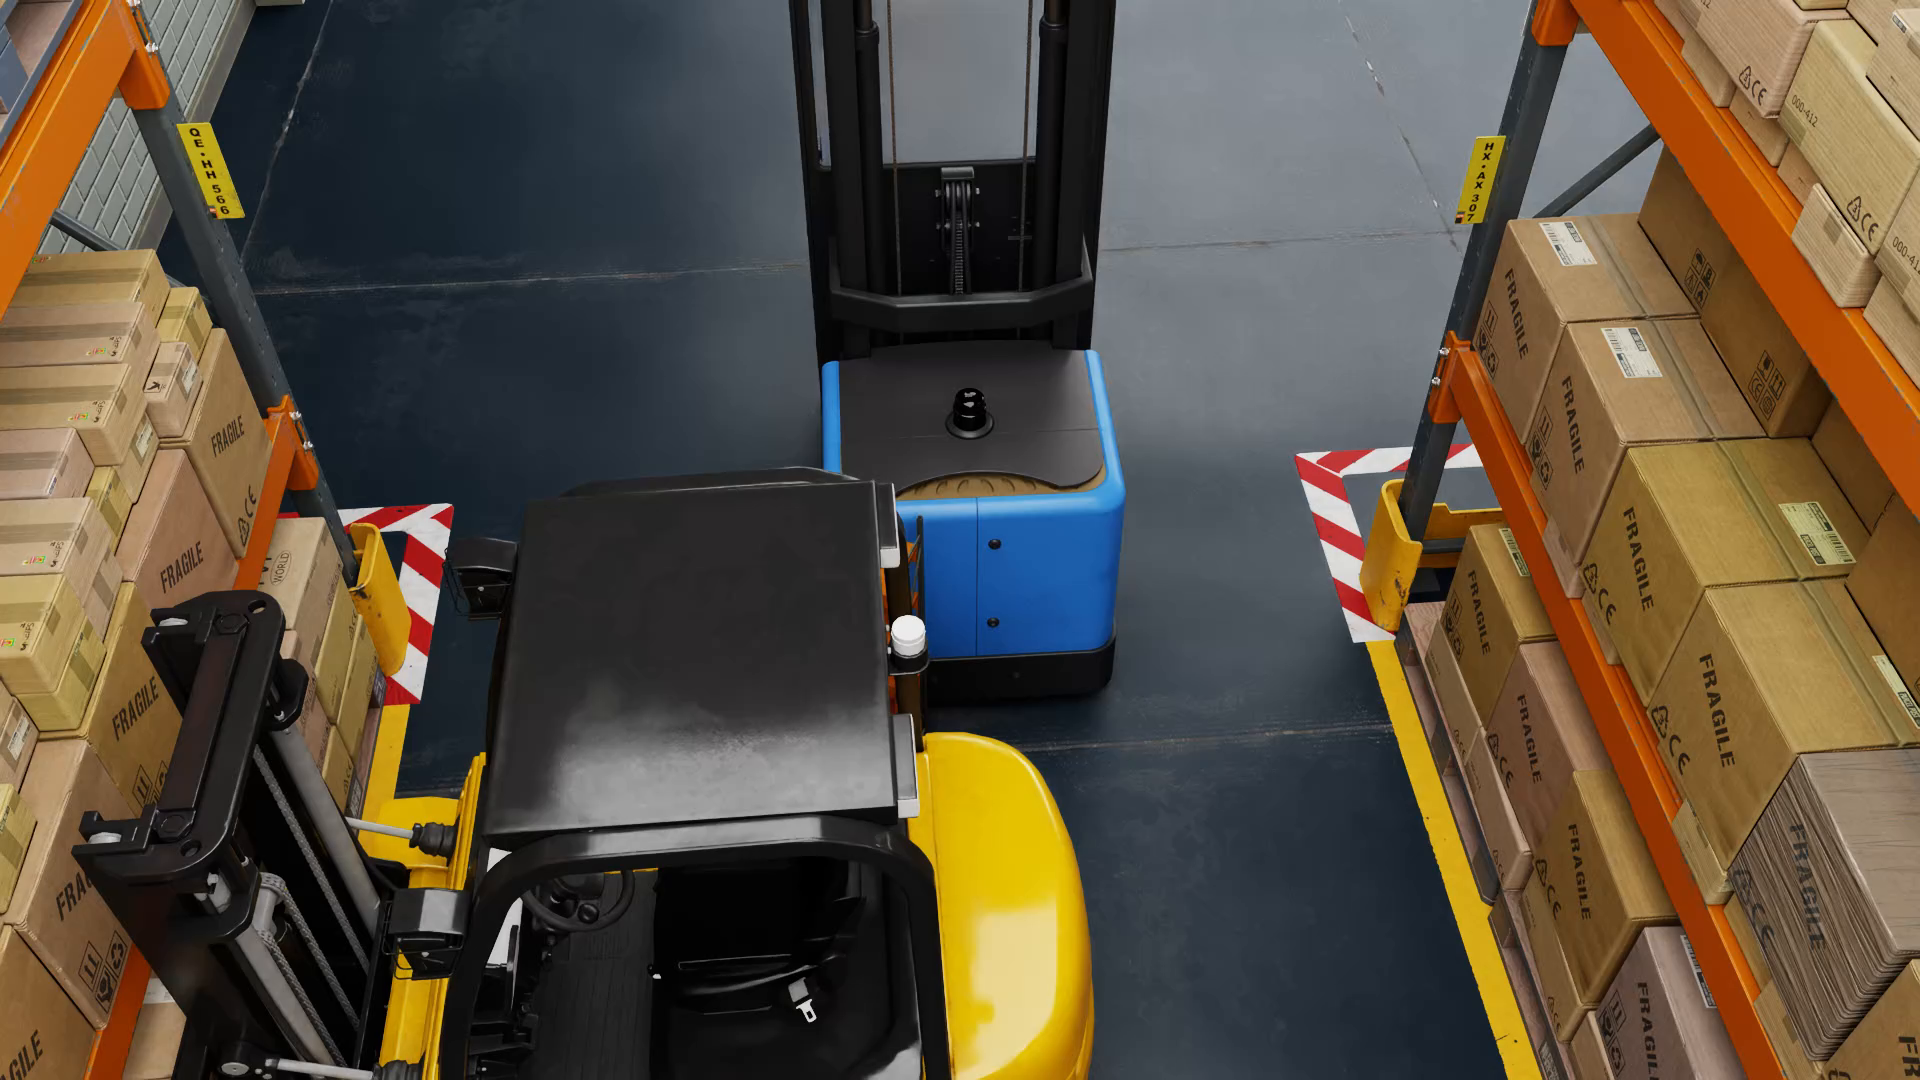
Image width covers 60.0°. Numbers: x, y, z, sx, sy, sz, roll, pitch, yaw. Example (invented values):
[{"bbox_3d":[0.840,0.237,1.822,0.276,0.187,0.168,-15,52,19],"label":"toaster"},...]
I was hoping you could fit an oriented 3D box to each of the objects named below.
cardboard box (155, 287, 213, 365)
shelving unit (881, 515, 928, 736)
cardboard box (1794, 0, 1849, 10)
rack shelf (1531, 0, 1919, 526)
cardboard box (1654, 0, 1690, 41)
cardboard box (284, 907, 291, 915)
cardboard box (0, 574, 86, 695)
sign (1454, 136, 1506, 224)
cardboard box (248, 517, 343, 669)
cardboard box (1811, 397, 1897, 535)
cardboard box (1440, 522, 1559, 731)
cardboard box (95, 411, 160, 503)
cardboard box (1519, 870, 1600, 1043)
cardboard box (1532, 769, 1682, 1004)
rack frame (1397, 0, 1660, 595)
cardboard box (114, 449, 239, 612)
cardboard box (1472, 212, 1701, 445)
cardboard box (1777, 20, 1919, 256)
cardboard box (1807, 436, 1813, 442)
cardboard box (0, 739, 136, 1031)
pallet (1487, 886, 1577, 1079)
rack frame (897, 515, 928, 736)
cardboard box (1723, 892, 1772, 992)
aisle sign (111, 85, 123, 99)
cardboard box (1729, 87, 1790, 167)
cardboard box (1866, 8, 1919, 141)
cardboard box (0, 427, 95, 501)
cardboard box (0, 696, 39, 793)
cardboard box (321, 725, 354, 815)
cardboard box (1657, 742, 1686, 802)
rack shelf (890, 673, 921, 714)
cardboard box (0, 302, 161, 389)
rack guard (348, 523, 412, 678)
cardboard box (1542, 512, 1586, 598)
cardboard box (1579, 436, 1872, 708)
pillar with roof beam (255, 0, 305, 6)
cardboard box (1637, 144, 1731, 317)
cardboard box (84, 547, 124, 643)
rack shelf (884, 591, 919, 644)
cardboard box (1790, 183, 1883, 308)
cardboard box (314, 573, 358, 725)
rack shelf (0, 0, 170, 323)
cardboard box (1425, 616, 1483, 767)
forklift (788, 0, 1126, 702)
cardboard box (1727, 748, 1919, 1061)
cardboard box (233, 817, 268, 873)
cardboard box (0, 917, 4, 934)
[{"bbox_3d":[-2.435,-0.602,4.875,0.380,0.149,0.250,-3,47,-3],"label":"cardboard box"},{"bbox_3d":[-0.395,0.352,5.726,0.503,1.200,0.258,15,48,14],"label":"shelving unit"},{"bbox_3d":[1.973,-1.280,3.591,0.380,0.149,0.250,-4,47,-3],"label":"cardboard box"},{"bbox_3d":[2.370,-0.220,3.458,1.077,0.370,4.000,-3,47,-3],"label":"rack shelf"},{"bbox_3d":[2.018,-1.383,4.238,0.380,0.149,0.250,-5,47,-5],"label":"cardboard box"},{"bbox_3d":[-2.295,1.120,5.020,0.500,0.250,0.500,-4,47,-4],"label":"cardboard box"},{"bbox_3d":[-2.296,0.226,3.886,0.380,0.149,0.250,-3,47,-3],"label":"cardboard box"},{"bbox_3d":[1.662,-1.147,5.311,0.100,0.325,0.005,-3,47,-3],"label":"sign"},{"bbox_3d":[-2.394,0.193,5.553,0.500,0.250,0.500,-2,47,-2],"label":"cardboard box"},{"bbox_3d":[2.643,-0.277,4.121,0.700,0.500,0.500,-4,47,-4],"label":"cardboard box"},{"bbox_3d":[1.997,0.278,5.645,0.500,0.500,0.500,-5,47,-5],"label":"cardboard box"},{"bbox_3d":[-2.423,-0.227,4.520,0.380,0.149,0.250,-3,47,-3],"label":"cardboard box"},{"bbox_3d":[2.088,1.283,5.210,0.500,0.250,0.500,-1,47,-1],"label":"cardboard box"},{"bbox_3d":[2.079,1.020,4.943,0.500,0.500,0.500,-3,47,-3],"label":"cardboard box"},{"bbox_3d":[2.203,-0.883,5.656,1.000,3.000,0.127,-3,47,-3],"label":"rack frame"},{"bbox_3d":[-2.406,0.103,4.654,0.500,0.500,0.500,-2,47,-2],"label":"cardboard box"},{"bbox_3d":[1.966,-0.660,5.172,0.500,0.500,0.500,-4,47,-4],"label":"cardboard box"},{"bbox_3d":[2.080,-0.847,3.456,0.500,0.250,0.500,-2,47,-2],"label":"cardboard box"},{"bbox_3d":[2.560,-0.281,4.813,0.500,0.500,0.500,-3,47,-3],"label":"cardboard box"},{"bbox_3d":[-2.310,0.837,3.959,0.500,0.500,0.500,-3,47,-3],"label":"cardboard box"},{"bbox_3d":[2.341,1.602,5.224,1.003,0.211,1.213,-3,47,-3],"label":"pallet"},{"bbox_3d":[-0.167,0.415,5.667,0.015,1.200,0.240,15,48,14],"label":"rack frame"},{"bbox_3d":[2.127,0.962,4.082,0.380,0.149,0.250,-4,47,-4],"label":"cardboard box"},{"bbox_3d":[-2.456,-1.537,4.486,0.394,0.787,0.004,-3,47,-3],"label":"aisle sign"},{"bbox_3d":[2.051,-1.012,3.886,0.380,0.149,0.250,-4,47,-4],"label":"cardboard box"},{"bbox_3d":[2.029,-0.913,3.243,0.380,0.149,0.250,-2,47,-2],"label":"cardboard box"},{"bbox_3d":[-2.456,-0.143,4.235,0.380,0.149,0.250,-3,47,-3],"label":"cardboard box"},{"bbox_3d":[-2.372,0.511,3.821,0.380,0.149,0.250,-4,47,-4],"label":"cardboard box"},{"bbox_3d":[-2.357,0.904,5.569,0.500,0.250,0.500,-3,47,-3],"label":"cardboard box"},{"bbox_3d":[2.107,0.592,4.432,0.380,0.149,0.250,-5,47,-4],"label":"cardboard box"},{"bbox_3d":[-0.395,0.535,5.919,0.480,0.148,0.258,15,48,14],"label":"rack shelf"},{"bbox_3d":[-2.451,-0.515,4.588,0.380,0.149,0.250,-3,47,-3],"label":"cardboard box"},{"bbox_3d":[-2.745,0.264,6.292,1.175,0.500,0.348,-3,47,-3],"label":"rack guard"},{"bbox_3d":[1.977,0.027,4.968,0.380,0.149,0.250,-3,47,-3],"label":"cardboard box"},{"bbox_3d":[2.057,0.083,4.468,0.500,0.500,0.500,-4,47,-4],"label":"cardboard box"},{"bbox_3d":[0.205,-6.685,7.020,9.100,9.000,0.400,-3,47,-3],"label":"pillar with roof beam"},{"bbox_3d":[2.463,-1.007,4.812,0.700,0.500,0.500,-5,47,-4],"label":"cardboard box"},{"bbox_3d":[-2.344,0.143,4.169,0.380,0.149,0.250,-5,47,-5],"label":"cardboard box"},{"bbox_3d":[-0.395,0.245,5.613,0.480,0.148,0.258,15,48,14],"label":"rack shelf"},{"bbox_3d":[2.019,-0.633,3.527,0.380,0.149,0.250,-3,47,-3],"label":"cardboard box"},{"bbox_3d":[-2.391,0.384,5.717,0.500,0.250,0.500,-4,47,-4],"label":"cardboard box"},{"bbox_3d":[-2.576,0.085,3.170,1.077,0.370,4.000,-3,47,-3],"label":"rack shelf"},{"bbox_3d":[1.995,0.519,5.934,0.500,0.250,0.500,-4,47,-4],"label":"cardboard box"},{"bbox_3d":[-0.042,-1.460,6.250,1.130,2.935,3.031,-3,47,-3],"label":"forklift"},{"bbox_3d":[2.155,0.821,3.769,0.500,0.500,0.500,-2,47,-2],"label":"cardboard box"},{"bbox_3d":[-2.293,0.927,4.859,0.500,0.250,0.500,-3,47,-3],"label":"cardboard box"},{"bbox_3d":[-2.251,0.884,3.468,0.380,0.149,0.250,-5,47,-5],"label":"cardboard box"}]
